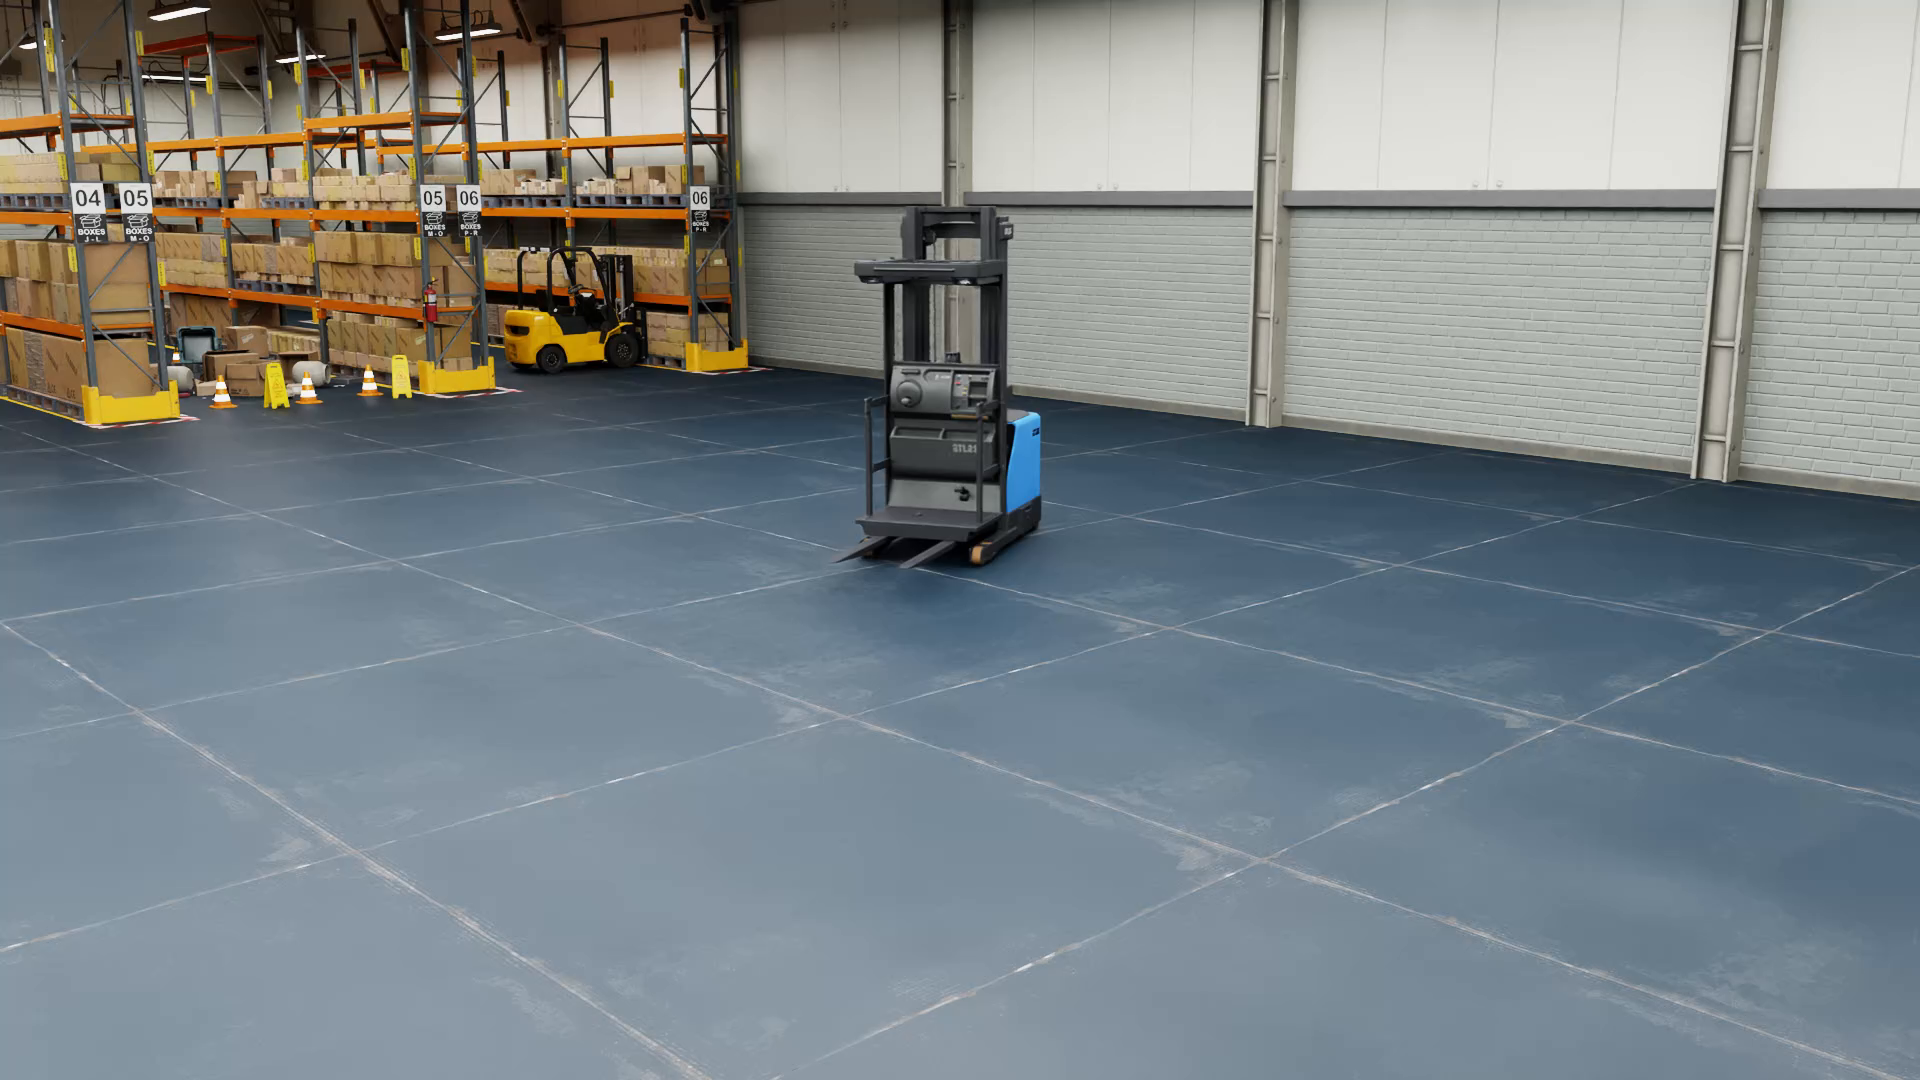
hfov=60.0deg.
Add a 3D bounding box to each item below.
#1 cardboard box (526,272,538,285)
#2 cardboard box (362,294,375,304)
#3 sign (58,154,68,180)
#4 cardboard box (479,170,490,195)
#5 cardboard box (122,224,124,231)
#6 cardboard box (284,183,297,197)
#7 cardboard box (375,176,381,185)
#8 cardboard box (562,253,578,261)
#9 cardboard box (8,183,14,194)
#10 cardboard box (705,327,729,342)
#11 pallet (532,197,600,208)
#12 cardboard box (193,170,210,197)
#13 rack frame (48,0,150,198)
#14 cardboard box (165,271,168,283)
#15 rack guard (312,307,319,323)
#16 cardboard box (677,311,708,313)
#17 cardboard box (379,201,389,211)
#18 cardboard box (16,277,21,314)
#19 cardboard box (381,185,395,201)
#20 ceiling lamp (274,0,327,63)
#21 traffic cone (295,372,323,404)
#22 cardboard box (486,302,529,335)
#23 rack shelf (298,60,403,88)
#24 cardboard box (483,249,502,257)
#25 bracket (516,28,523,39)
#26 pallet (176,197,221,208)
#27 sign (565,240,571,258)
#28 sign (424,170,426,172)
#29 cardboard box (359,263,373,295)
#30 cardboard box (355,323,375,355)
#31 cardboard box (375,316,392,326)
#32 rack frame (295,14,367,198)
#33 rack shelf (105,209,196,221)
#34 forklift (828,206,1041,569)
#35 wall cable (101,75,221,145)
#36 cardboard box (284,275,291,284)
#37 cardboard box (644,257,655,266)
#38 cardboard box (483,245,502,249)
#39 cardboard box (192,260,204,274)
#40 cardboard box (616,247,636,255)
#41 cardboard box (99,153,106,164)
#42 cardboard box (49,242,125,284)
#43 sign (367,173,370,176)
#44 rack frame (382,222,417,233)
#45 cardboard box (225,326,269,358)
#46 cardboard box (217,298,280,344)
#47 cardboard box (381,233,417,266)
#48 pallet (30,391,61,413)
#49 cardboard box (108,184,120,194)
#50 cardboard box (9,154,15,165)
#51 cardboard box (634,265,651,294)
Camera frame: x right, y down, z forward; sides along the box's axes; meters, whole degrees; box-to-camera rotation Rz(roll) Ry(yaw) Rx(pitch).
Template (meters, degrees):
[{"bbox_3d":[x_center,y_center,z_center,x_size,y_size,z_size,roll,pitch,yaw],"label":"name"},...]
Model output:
[{"bbox_3d":[-8.332,-5.236,33.265,0.500,0.250,0.500,-11,16,-42],"label":"cardboard box"},{"bbox_3d":[-9.654,-3.996,27.498,0.380,0.149,0.250,-11,16,-43],"label":"cardboard box"},{"bbox_3d":[-11.861,-4.933,21.990,0.100,0.325,0.005,-11,16,-43],"label":"sign"},{"bbox_3d":[-9.562,-7.340,34.135,0.500,0.500,0.500,-11,16,-42],"label":"cardboard box"},{"bbox_3d":[-17.696,-6.685,35.590,0.380,0.149,0.250,-11,16,-43],"label":"cardboard box"},{"bbox_3d":[-11.565,-6.172,29.332,0.500,0.250,0.500,-11,16,-42],"label":"cardboard box"},{"bbox_3d":[-9.199,-5.792,26.806,0.250,0.149,0.380,11,16,44],"label":"cardboard box"},{"bbox_3d":[-7.520,-5.509,32.361,0.380,0.149,0.250,-10,15,-41],"label":"cardboard box"},{"bbox_3d":[-13.511,-5.078,24.028,0.380,0.149,0.250,-11,16,-43],"label":"cardboard box"},{"bbox_3d":[-4.535,-3.741,30.169,0.500,0.250,0.500,-11,16,-42],"label":"cardboard box"},{"bbox_3d":[-7.742,-6.626,32.677,1.217,0.209,0.805,11,16,43],"label":"pallet"},{"bbox_3d":[-14.294,-6.856,32.036,0.500,0.500,0.700,11,16,42],"label":"cardboard box"},{"bbox_3d":[-11.459,-6.081,22.126,1.000,3.000,0.127,-11,16,-43],"label":"rack frame"},{"bbox_3d":[-16.122,-5.424,34.176,0.500,0.250,0.500,11,16,44],"label":"cardboard box"},{"bbox_3d":[-15.358,-5.639,41.043,1.175,0.500,0.348,-11,16,-43],"label":"rack guard"},{"bbox_3d":[-4.904,-4.057,30.465,0.500,0.250,0.500,-11,16,-42],"label":"cardboard box"},{"bbox_3d":[-9.085,-5.358,26.672,0.380,0.149,0.250,-11,16,-43],"label":"cardboard box"},{"bbox_3d":[-13.561,-3.671,24.922,0.875,0.550,0.550,-11,16,-43],"label":"cardboard box"},{"bbox_3d":[-8.833,-5.501,26.380,0.500,0.250,0.500,-11,16,-43],"label":"cardboard box"},{"bbox_3d":[-13.659,-11.659,34.737,0.800,3.185,2.000,-11,16,-43],"label":"ceiling lamp"},{"bbox_3d":[-9.746,-2.283,24.847,0.336,0.463,0.334,-11,16,-43],"label":"traffic cone"},{"bbox_3d":[-9.465,-4.657,34.924,0.875,0.625,0.625,-10,15,-41],"label":"cardboard box"},{"bbox_3d":[-14.029,-10.796,38.560,1.077,0.370,4.000,-11,16,-43],"label":"rack shelf"},{"bbox_3d":[-9.693,-5.947,34.489,0.380,0.149,0.250,-10,16,-41],"label":"cardboard box"},{"bbox_3d":[-8.877,-10.355,33.949,0.235,0.232,0.430,-11,16,-43],"label":"bracket"},{"bbox_3d":[-14.730,-6.641,32.745,1.003,0.211,1.213,-10,15,-40],"label":"pallet"},{"bbox_3d":[-7.509,-5.574,31.862,0.100,0.325,0.005,-11,16,-43],"label":"sign"},{"bbox_3d":[-12.249,-8.284,37.995,0.100,0.325,0.005,-11,16,-43],"label":"sign"},{"bbox_3d":[-9.544,-4.306,27.395,0.500,0.500,0.500,-11,16,-42],"label":"cardboard box"},{"bbox_3d":[-9.763,-3.381,27.804,0.500,0.500,0.500,-10,15,-40],"label":"cardboard box"},{"bbox_3d":[-9.344,-3.592,27.219,0.380,0.149,0.250,-10,15,-40],"label":"cardboard box"},{"bbox_3d":[-10.711,-7.369,28.379,1.000,3.000,0.127,-11,16,-43],"label":"rack frame"},{"bbox_3d":[-17.616,-7.007,35.838,1.077,0.370,4.000,-11,16,-43],"label":"rack shelf"},{"bbox_3d":[-0.216,-1.312,14.018,1.130,2.935,3.031,4,12,19],"label":"forklift"},{"bbox_3d":[-20.543,-10.417,43.079,2.988,3.039,0.133,-11,16,-43],"label":"wall cable"},{"bbox_3d":[-11.817,-4.660,29.680,0.380,0.149,0.250,-11,16,-42],"label":"cardboard box"},{"bbox_3d":[-5.517,-5.067,30.218,0.250,0.149,0.380,11,16,43],"label":"cardboard box"},{"bbox_3d":[-10.128,-6.058,35.596,0.500,0.500,0.500,-10,15,-40],"label":"cardboard box"},{"bbox_3d":[-14.716,-5.368,32.663,0.500,0.250,0.500,11,16,44],"label":"cardboard box"},{"bbox_3d":[-6.171,-5.371,30.954,0.380,0.149,0.250,-11,16,-43],"label":"cardboard box"},{"bbox_3d":[-11.631,-5.264,22.951,0.380,0.149,0.250,-11,16,-42],"label":"cardboard box"},{"bbox_3d":[-12.133,-3.872,23.224,0.875,0.550,0.550,-11,16,-43],"label":"cardboard box"},{"bbox_3d":[-10.323,-6.230,29.002,0.100,0.325,0.005,-11,16,-43],"label":"sign"},{"bbox_3d":[-12.648,-6.291,38.011,1.000,3.000,0.127,-11,16,-43],"label":"rack frame"},{"bbox_3d":[-11.977,-3.325,27.935,0.500,0.500,0.500,-11,16,-43],"label":"cardboard box"},{"bbox_3d":[-13.890,-4.292,32.536,0.875,0.875,0.875,-11,16,-43],"label":"cardboard box"},{"bbox_3d":[-8.803,-4.651,26.588,0.700,0.500,0.500,-11,16,-42],"label":"cardboard box"},{"bbox_3d":[-12.906,-2.061,24.390,1.003,0.211,1.213,-11,16,-43],"label":"pallet"},{"bbox_3d":[-11.463,-4.838,22.861,0.380,0.149,0.250,-11,16,-42],"label":"cardboard box"},{"bbox_3d":[-13.336,-5.432,23.766,0.380,0.149,0.250,-11,16,-43],"label":"cardboard box"},{"bbox_3d":[-5.596,-4.775,30.408,0.500,0.500,0.500,-11,16,-44],"label":"cardboard box"}]
